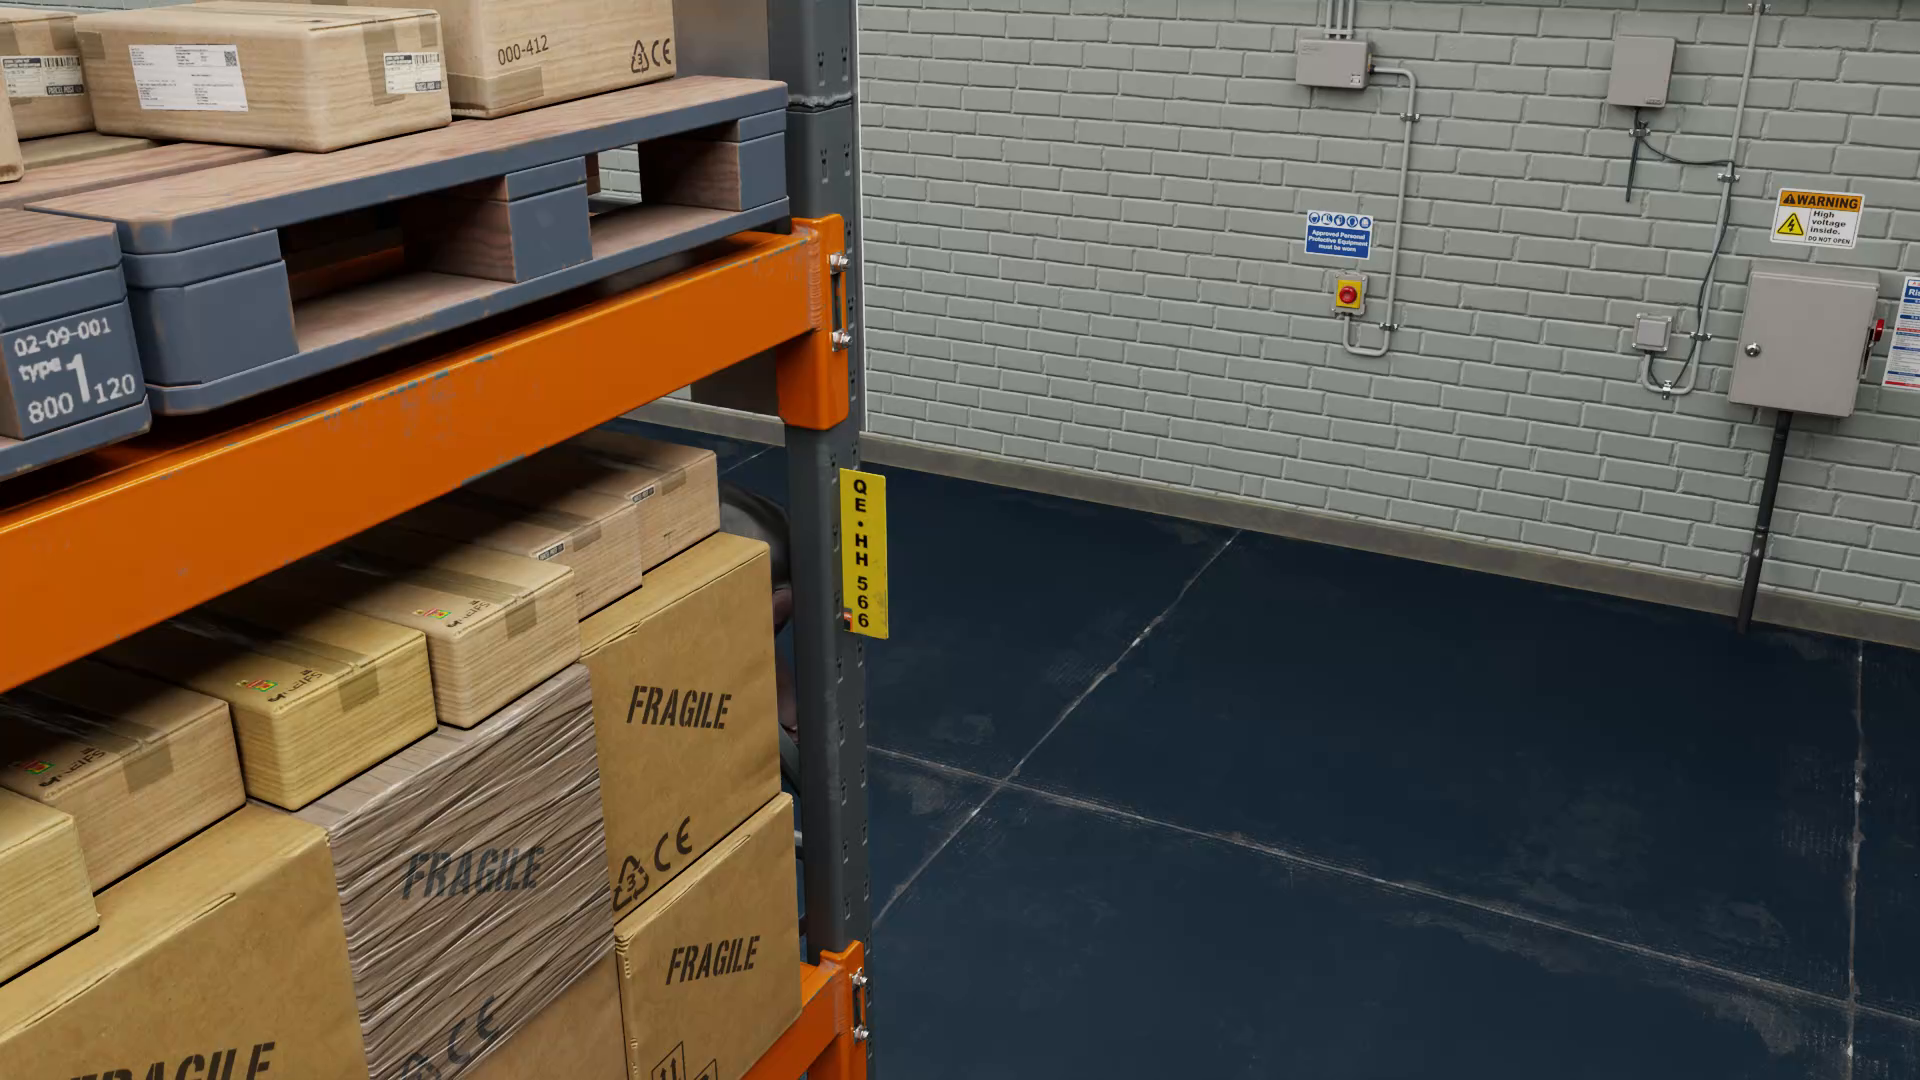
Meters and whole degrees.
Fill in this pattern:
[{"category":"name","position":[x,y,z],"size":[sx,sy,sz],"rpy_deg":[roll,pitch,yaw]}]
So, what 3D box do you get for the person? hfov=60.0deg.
[{"category":"person","position":[-0.999,0.286,6.562],"size":[0.897,1.245,0.475],"rpy_deg":[10,25,23]}]
